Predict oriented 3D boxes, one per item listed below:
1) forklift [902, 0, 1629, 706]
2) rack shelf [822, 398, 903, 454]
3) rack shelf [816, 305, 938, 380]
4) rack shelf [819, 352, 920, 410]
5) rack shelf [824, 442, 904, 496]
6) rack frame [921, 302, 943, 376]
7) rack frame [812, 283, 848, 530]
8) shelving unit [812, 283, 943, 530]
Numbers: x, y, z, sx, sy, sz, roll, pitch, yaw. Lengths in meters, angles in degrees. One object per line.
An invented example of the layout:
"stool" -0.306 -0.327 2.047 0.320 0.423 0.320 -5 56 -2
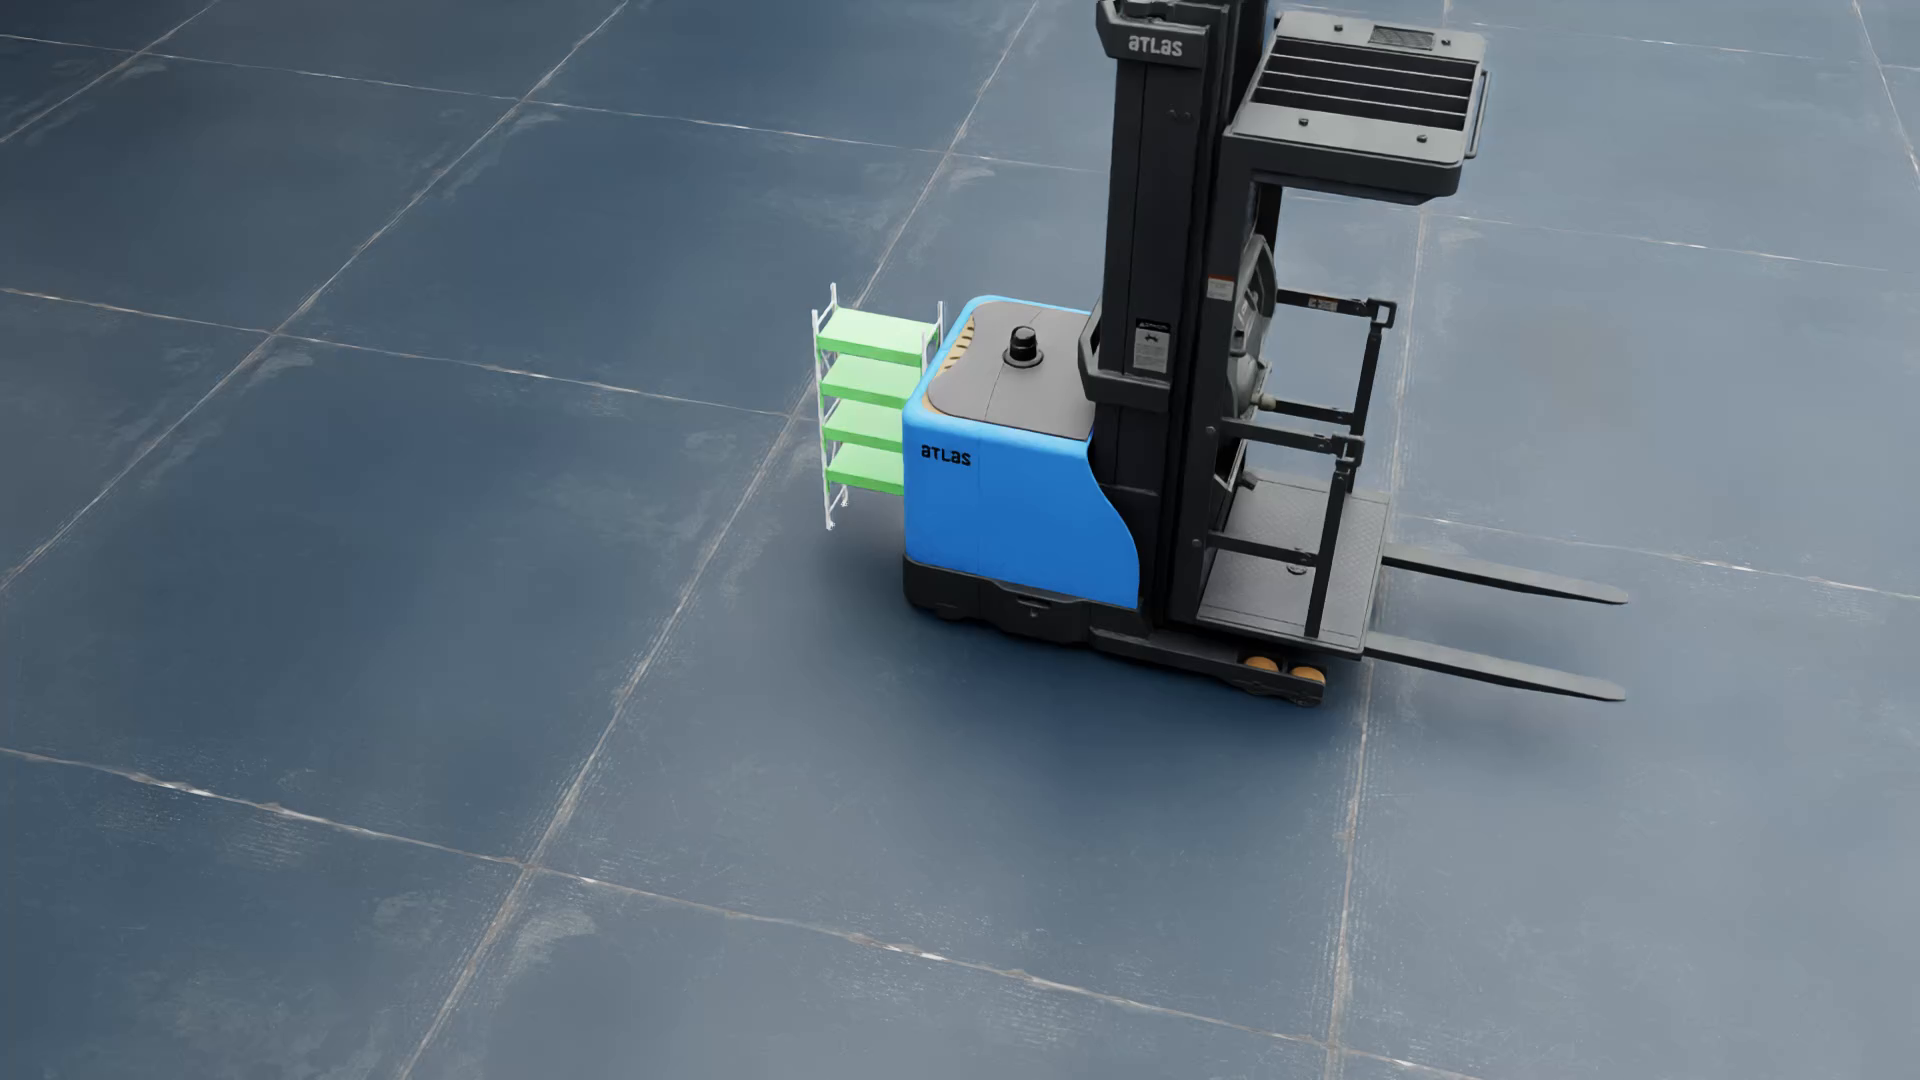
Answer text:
"forklift" 1.324 -0.818 6.445 3.031 2.935 1.130 12 41 14
"rack shelf" -0.351 -0.483 7.492 0.480 0.148 0.258 12 41 14
"rack shelf" -0.351 -0.851 7.183 0.480 0.148 0.258 12 41 14
"rack shelf" -0.351 -0.667 7.337 0.480 0.148 0.258 12 41 14
"rack shelf" -0.351 -0.299 7.646 0.480 0.148 0.258 12 41 14
"rack frame" -0.119 -0.483 7.393 0.015 1.200 0.240 12 41 14
"rack frame" -0.583 -0.581 7.509 0.015 1.200 0.240 12 41 14
"shelving unit" -0.351 -0.532 7.451 0.503 1.200 0.258 12 41 14
